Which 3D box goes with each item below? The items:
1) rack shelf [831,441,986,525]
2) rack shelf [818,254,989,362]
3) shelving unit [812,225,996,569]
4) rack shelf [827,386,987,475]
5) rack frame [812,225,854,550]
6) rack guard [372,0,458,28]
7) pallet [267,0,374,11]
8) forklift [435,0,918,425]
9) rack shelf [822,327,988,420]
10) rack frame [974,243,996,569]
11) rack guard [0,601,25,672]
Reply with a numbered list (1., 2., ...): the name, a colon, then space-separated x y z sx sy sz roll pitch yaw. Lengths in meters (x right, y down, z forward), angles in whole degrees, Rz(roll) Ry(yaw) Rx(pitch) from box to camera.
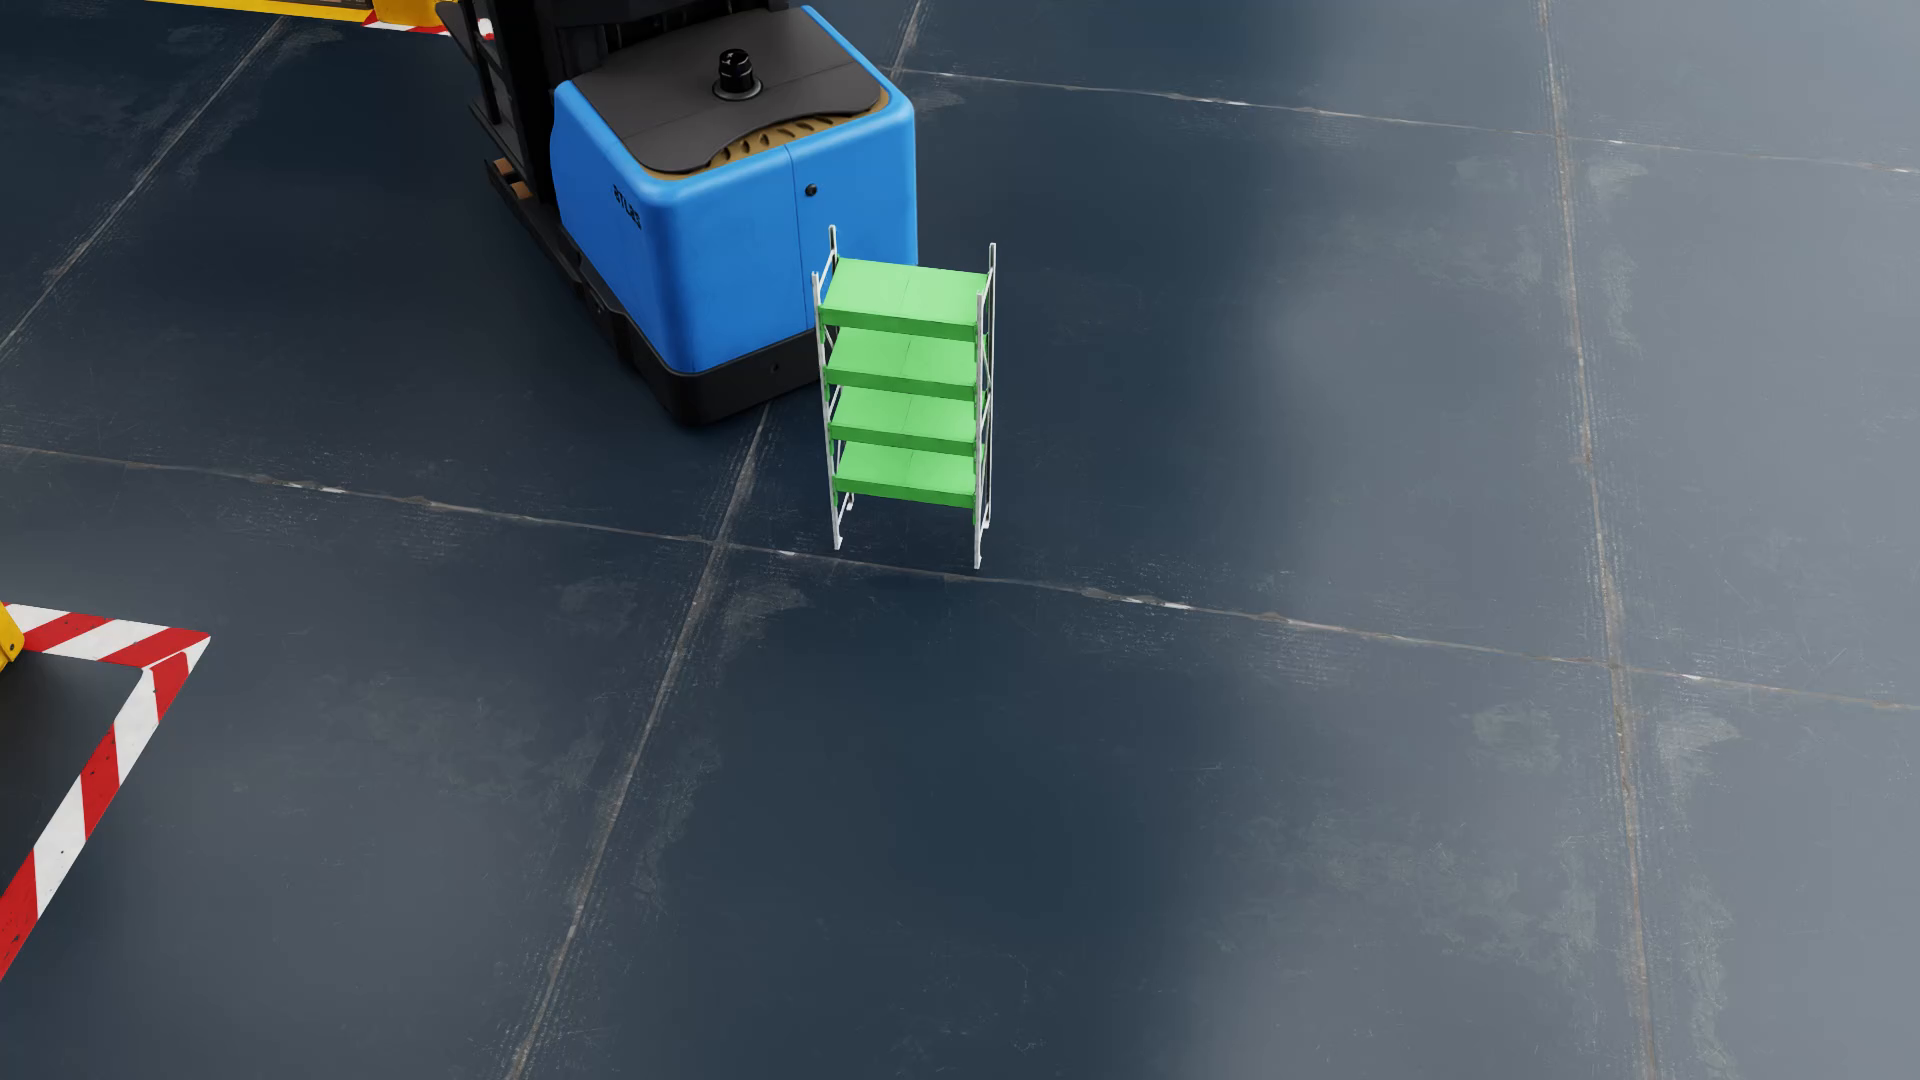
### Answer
1. rack shelf: -0.163 -0.220 5.549 0.480 0.148 0.258 8 49 7
2. rack shelf: -0.163 -0.701 5.014 0.480 0.148 0.258 8 49 7
3. shelving unit: -0.163 -0.423 5.323 0.503 1.200 0.258 8 49 7
4. rack shelf: -0.163 -0.380 5.371 0.480 0.148 0.258 8 49 7
5. rack frame: -0.403 -0.455 5.352 0.015 1.200 0.240 8 49 7
6. rack guard: -2.549 -3.061 8.164 0.348 0.500 1.175 8 49 7
7. pallet: -3.347 -3.076 8.372 1.213 0.211 1.003 8 49 7
8. forklift: -1.342 -2.480 6.008 1.130 2.935 3.031 -25 53 -21
9. rack shelf: -0.163 -0.541 5.192 0.480 0.148 0.258 8 49 7
10. rack frame: 0.077 -0.391 5.294 0.015 1.200 0.240 8 49 7
11. rack guard: -3.326 0.543 4.926 0.348 0.500 1.175 8 49 7
